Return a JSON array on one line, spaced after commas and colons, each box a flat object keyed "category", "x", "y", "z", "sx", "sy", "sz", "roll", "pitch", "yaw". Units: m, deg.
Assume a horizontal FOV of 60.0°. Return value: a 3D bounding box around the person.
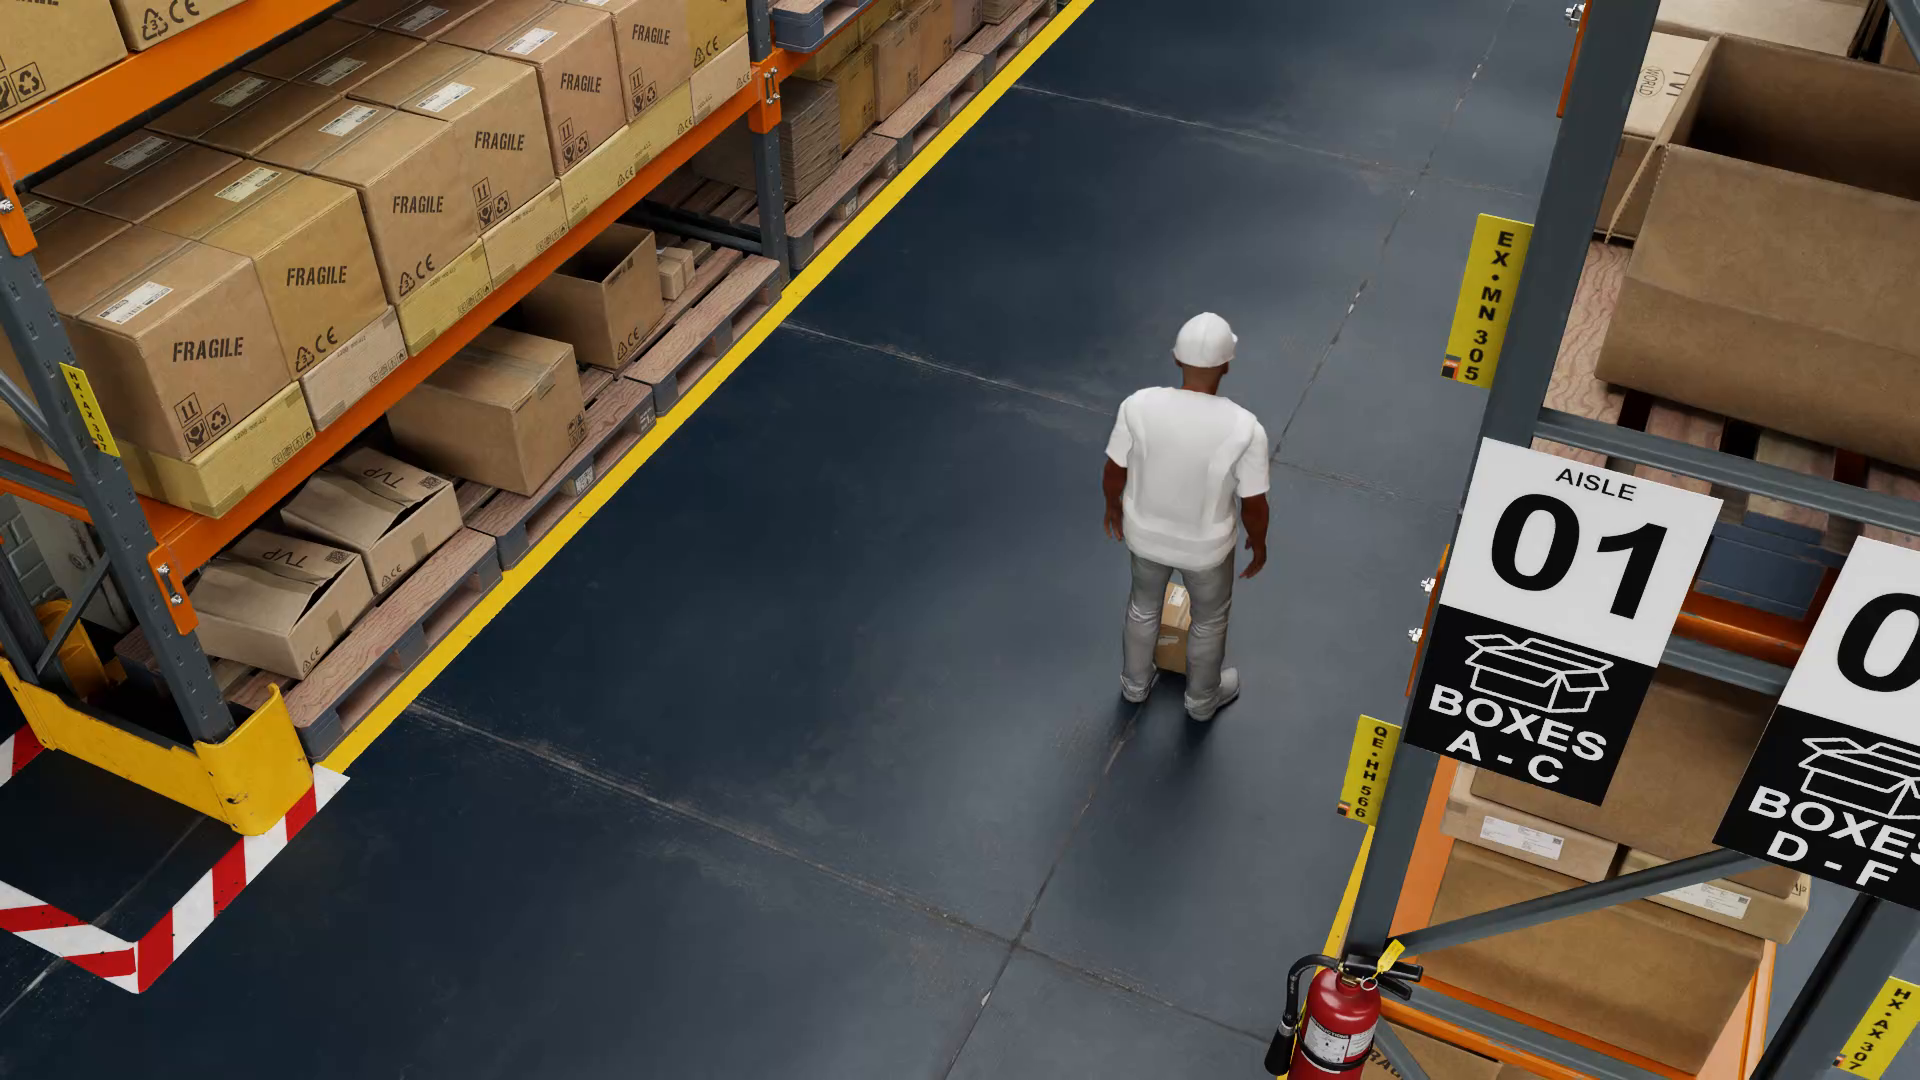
[{"category": "person", "x": 0.840, "y": -0.054, "z": 6.207, "sx": 0.633, "sy": 1.760, "sz": 0.463, "roll": 17, "pitch": 44, "yaw": 18}]
